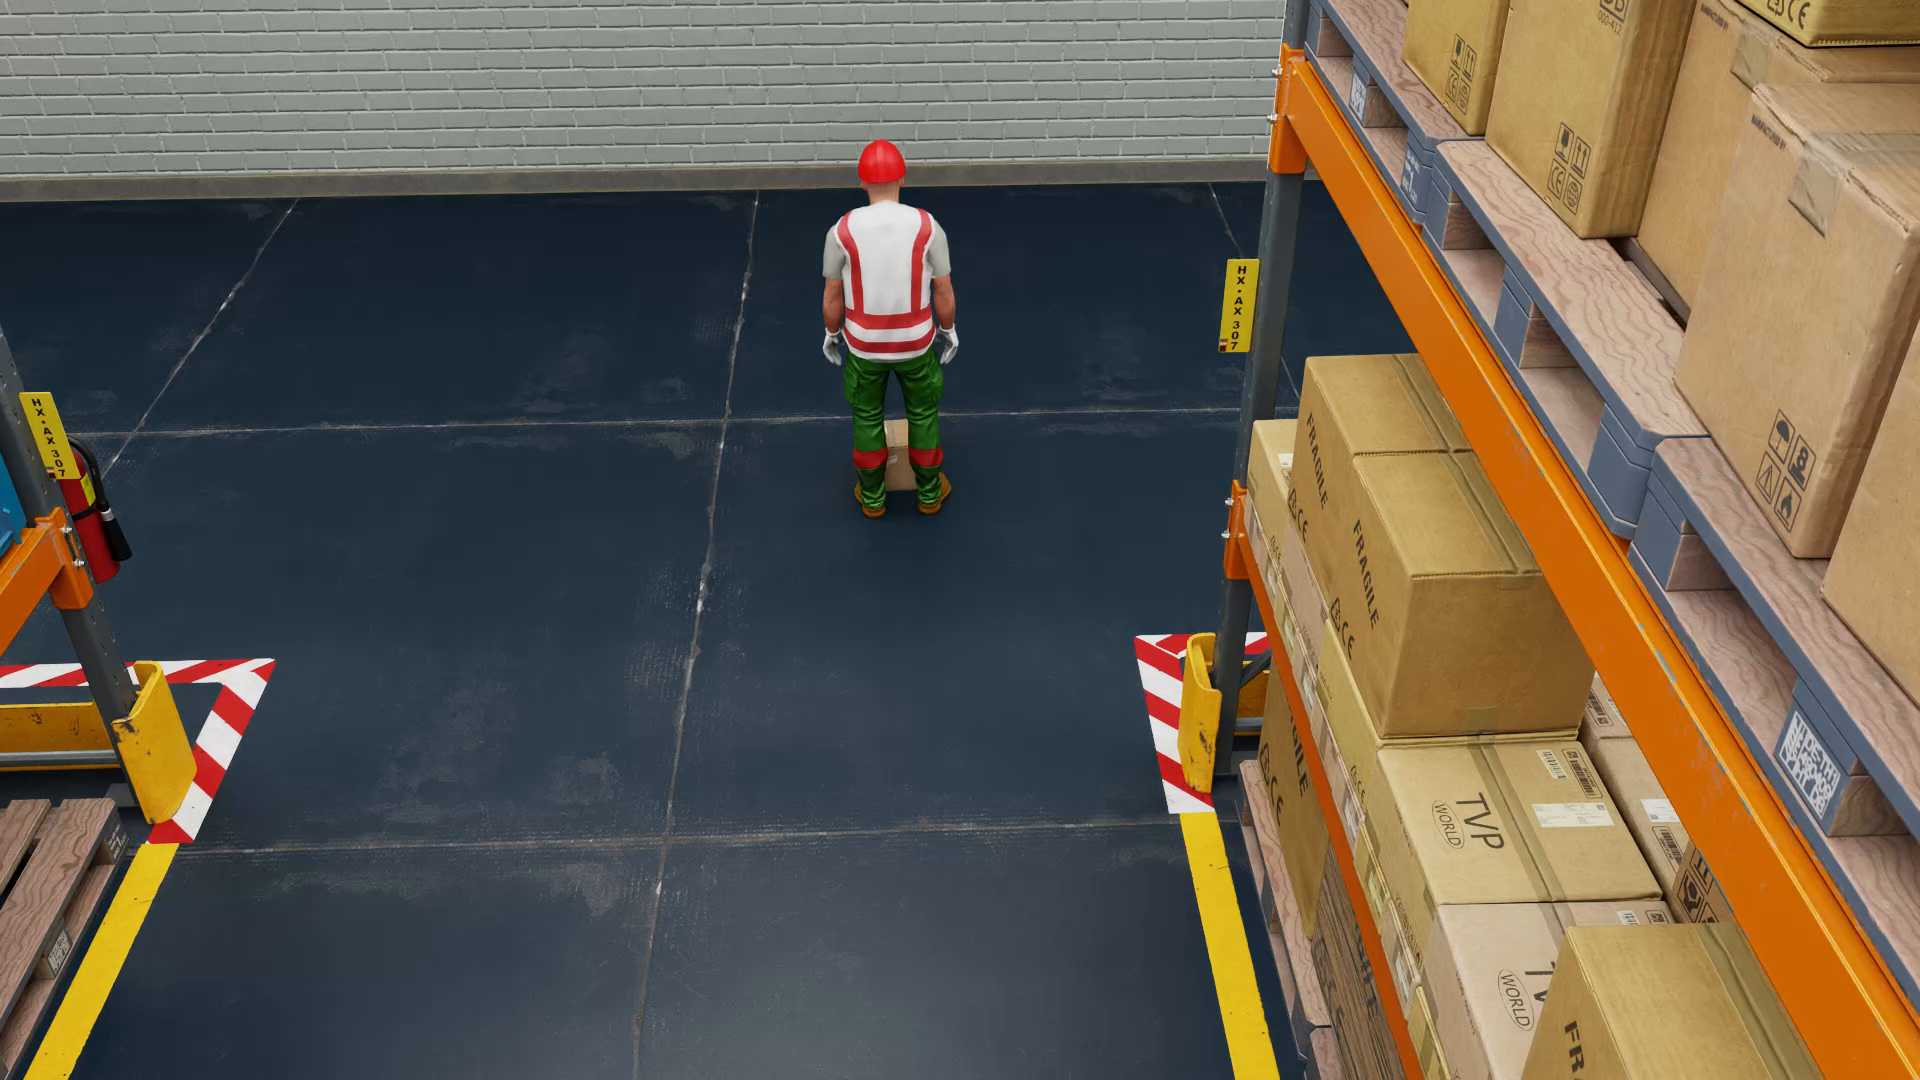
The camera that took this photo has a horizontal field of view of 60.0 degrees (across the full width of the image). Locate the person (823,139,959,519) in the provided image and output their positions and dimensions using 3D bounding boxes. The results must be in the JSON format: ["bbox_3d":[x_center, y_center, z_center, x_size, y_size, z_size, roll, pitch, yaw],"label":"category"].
[{"bbox_3d":[-0.309,-0.906,7.428,0.609,1.780,0.448,-1,35,-2],"label":"person"}]
